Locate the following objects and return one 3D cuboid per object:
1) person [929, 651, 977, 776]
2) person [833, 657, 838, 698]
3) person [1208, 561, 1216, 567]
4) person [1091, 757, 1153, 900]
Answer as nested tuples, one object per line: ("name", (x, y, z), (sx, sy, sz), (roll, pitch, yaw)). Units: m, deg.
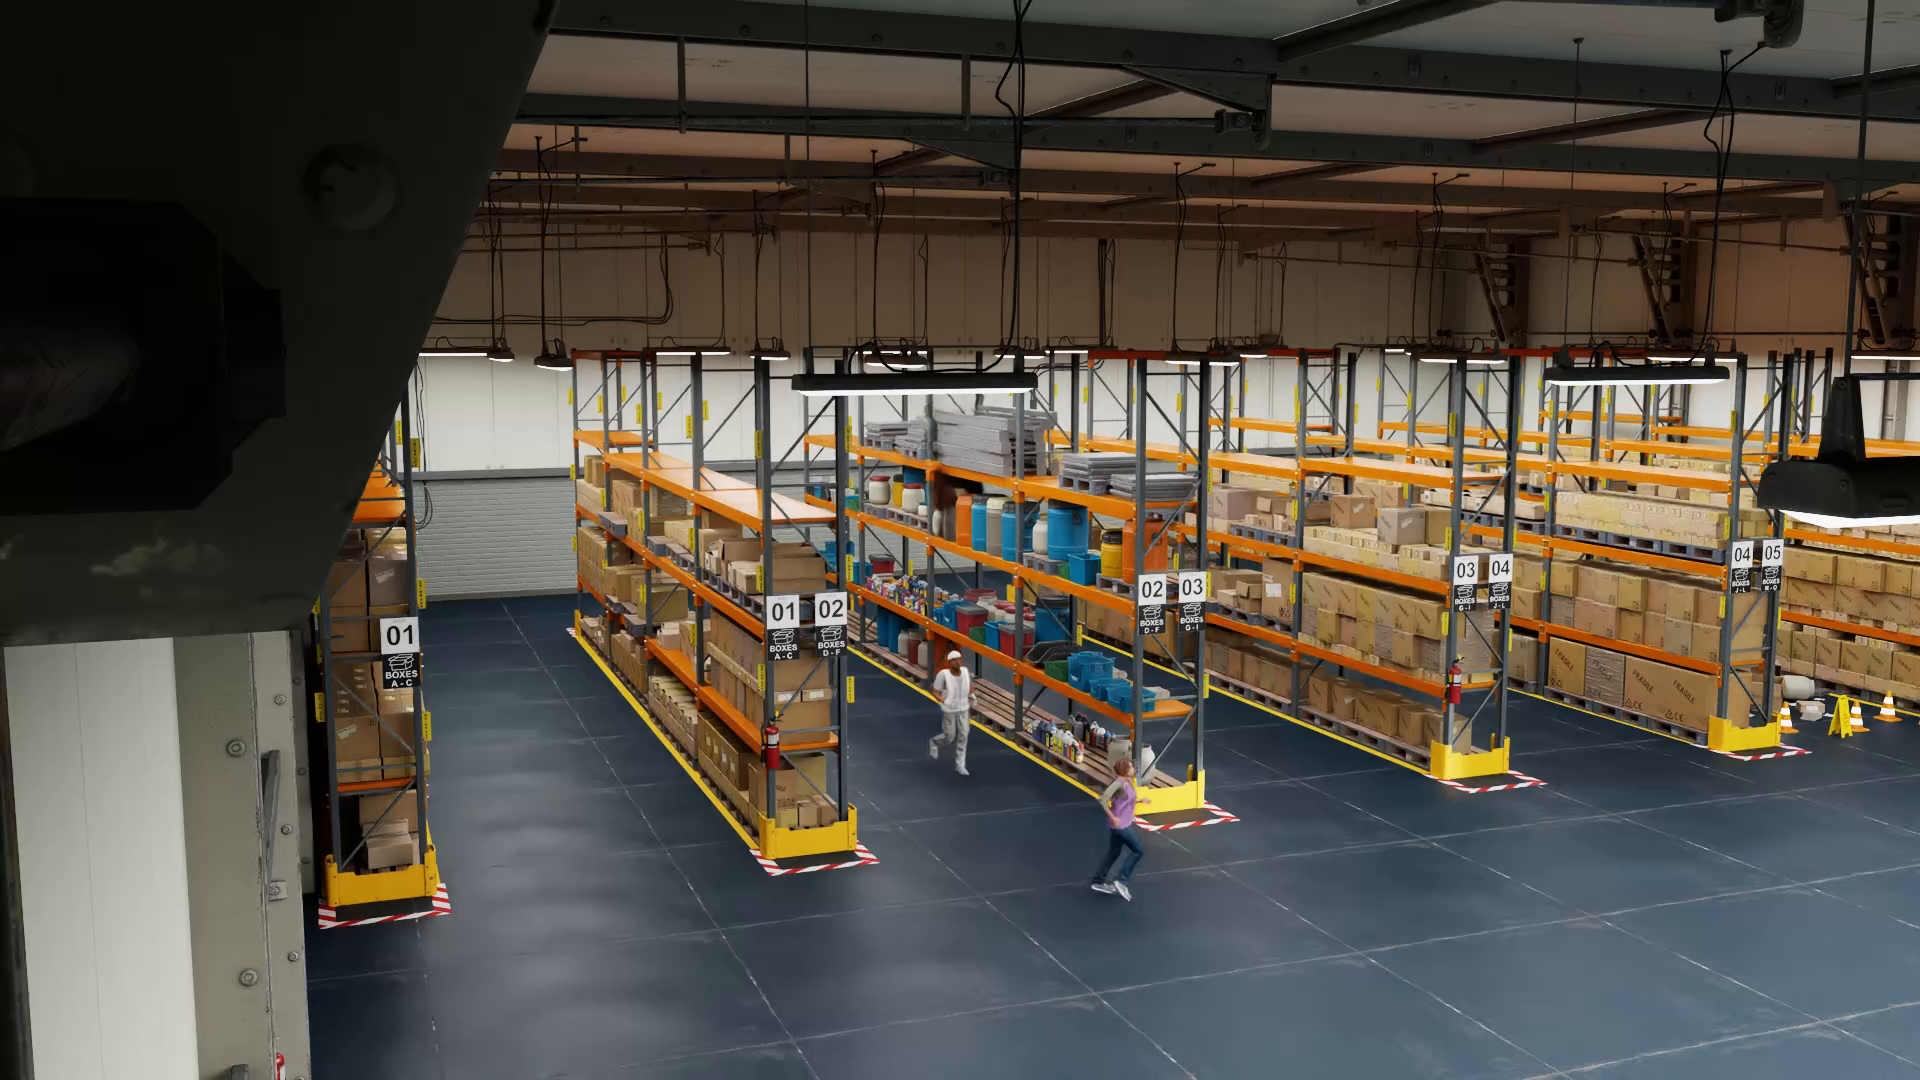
("person", (-0.095, 2.471, 24.145), (0.689, 1.775, 0.855), (-4, 8, -28))
("person", (-2.172, 1.768, 28.083), (0.608, 1.782, 0.827), (-3, 8, -23))
("person", (5.230, 1.238, 34.664), (0.611, 1.589, 0.652), (-3, 8, -24))
("person", (1.820, 3.236, 18.701), (0.679, 1.618, 0.507), (1, 7, 8))
